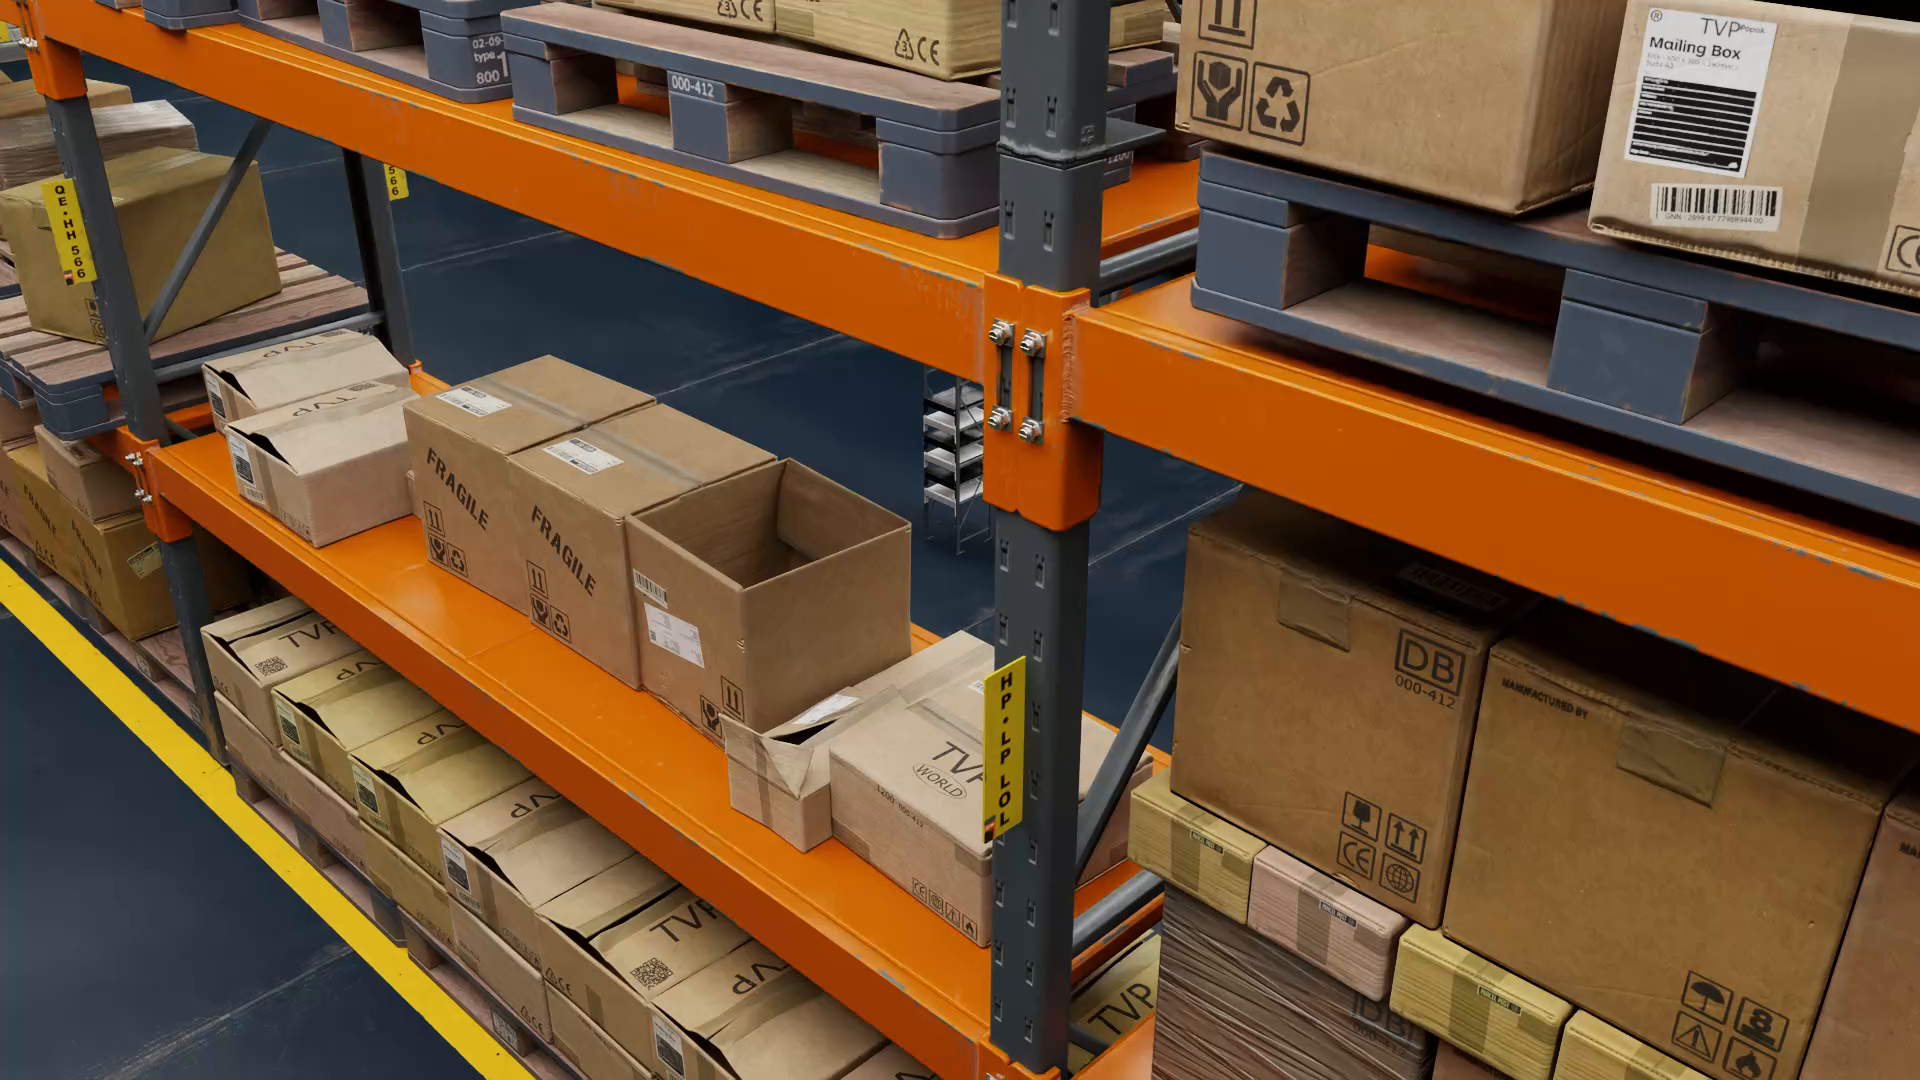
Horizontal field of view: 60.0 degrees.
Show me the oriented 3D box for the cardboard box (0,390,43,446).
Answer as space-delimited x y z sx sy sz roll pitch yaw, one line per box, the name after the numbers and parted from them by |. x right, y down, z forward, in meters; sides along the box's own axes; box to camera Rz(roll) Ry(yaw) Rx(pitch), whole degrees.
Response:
-4.012 -0.664 7.196 0.500 0.250 0.500 24 36 37 | cardboard box

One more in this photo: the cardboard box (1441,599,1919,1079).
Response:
1.129 0.327 2.403 0.500 0.500 0.700 24 36 38 | cardboard box

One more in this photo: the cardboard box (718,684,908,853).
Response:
-0.309 0.472 3.774 0.258 0.266 0.396 24 36 37 | cardboard box

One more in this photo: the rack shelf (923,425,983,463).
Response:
-0.006 -0.451 7.519 0.200 0.077 0.258 25 36 38 | rack shelf

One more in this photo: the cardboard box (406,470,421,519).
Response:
-1.456 -0.158 5.097 0.380 0.149 0.250 -22 35 -36 | cardboard box

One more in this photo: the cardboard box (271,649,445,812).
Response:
-1.857 0.553 5.375 0.500 0.311 0.500 24 36 37 | cardboard box

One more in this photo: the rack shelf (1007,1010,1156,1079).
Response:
1.873 1.610 2.239 4.000 0.370 1.077 25 36 38 | rack shelf

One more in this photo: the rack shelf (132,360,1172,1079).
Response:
-0.979 0.304 4.721 4.000 0.370 1.077 25 36 38 | rack shelf

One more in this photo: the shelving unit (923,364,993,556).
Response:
-0.006 -0.401 7.546 0.210 0.900 0.258 25 36 38 | shelving unit

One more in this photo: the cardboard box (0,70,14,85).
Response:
-4.542 -1.770 7.334 0.700 0.500 0.500 -19 33 -32 | cardboard box

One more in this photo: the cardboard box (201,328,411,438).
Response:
-2.176 -0.494 5.562 0.500 0.311 0.500 -23 35 -36 | cardboard box

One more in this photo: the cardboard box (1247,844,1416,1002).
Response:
0.682 0.541 2.694 0.380 0.149 0.250 -25 36 -38 | cardboard box

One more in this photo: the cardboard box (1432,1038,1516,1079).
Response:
1.149 0.907 2.695 0.500 0.500 0.700 24 36 38 | cardboard box

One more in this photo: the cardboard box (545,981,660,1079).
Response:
-0.776 1.298 4.561 0.500 0.250 0.500 -24 36 -38 | cardboard box

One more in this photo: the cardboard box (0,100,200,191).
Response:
-3.452 -1.427 6.681 0.700 0.500 0.500 -18 33 -30 | cardboard box

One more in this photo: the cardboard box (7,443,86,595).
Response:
-3.605 -0.151 7.028 0.500 0.500 0.500 23 35 37 | cardboard box

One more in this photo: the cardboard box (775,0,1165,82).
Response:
0.014 -1.013 2.940 0.500 0.250 0.500 -21 34 -34 | cardboard box

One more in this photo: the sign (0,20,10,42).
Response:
-4.871 -2.670 8.360 0.005 0.325 0.100 25 36 38 | sign

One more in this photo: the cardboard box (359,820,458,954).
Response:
-1.504 0.964 5.196 0.500 0.250 0.500 23 36 37 | cardboard box

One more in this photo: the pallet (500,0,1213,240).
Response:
-0.191 -0.888 3.198 1.217 0.209 0.805 23 35 36 | pallet

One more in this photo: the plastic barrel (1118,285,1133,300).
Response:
0.709 -1.689 9.619 0.708 0.830 0.600 25 36 38 | plastic barrel

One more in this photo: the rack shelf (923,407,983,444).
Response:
-0.006 -0.531 7.477 0.200 0.077 0.258 25 36 38 | rack shelf

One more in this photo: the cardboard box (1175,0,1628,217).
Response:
0.621 -0.729 1.982 0.500 0.500 0.500 -22 35 -35 | cardboard box

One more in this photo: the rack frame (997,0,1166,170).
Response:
0.447 -2.017 1.916 0.127 3.000 1.000 25 36 38 | rack frame

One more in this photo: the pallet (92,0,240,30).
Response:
-1.859 -1.719 4.776 1.213 0.211 1.003 -23 36 -37 | pallet

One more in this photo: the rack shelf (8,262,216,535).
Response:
-3.831 -1.001 7.203 4.000 0.370 1.077 25 36 38 | rack shelf

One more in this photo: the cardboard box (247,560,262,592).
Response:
-2.907 -0.167 7.058 0.500 0.500 0.500 23 35 37 | cardboard box

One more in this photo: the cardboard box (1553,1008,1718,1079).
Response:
1.055 0.710 2.373 0.250 0.149 0.380 24 36 38 | cardboard box

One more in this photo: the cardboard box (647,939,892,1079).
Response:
-0.418 1.217 4.114 0.500 0.311 0.500 -24 36 -38 | cardboard box

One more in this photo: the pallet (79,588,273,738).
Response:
-2.911 0.311 6.931 1.213 0.211 1.003 25 36 38 | pallet

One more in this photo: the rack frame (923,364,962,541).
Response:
-0.078 -0.434 7.609 0.006 0.900 0.240 25 36 38 | rack frame

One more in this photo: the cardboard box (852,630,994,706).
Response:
-0.041 0.393 4.050 0.250 0.149 0.380 25 36 38 | cardboard box

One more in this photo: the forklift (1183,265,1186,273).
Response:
2.781 -3.333 10.940 3.031 2.935 1.130 -2 28 -4 | forklift

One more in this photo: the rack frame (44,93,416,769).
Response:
-2.405 -0.667 5.795 0.127 3.000 1.000 25 36 38 | rack frame

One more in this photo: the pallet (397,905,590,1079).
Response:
-0.980 1.247 5.151 1.213 0.211 1.003 25 36 38 | pallet

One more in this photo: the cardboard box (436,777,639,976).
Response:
-1.128 0.888 4.739 0.500 0.311 0.500 24 36 38 | cardboard box

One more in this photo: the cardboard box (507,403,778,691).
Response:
-0.822 0.003 4.414 0.500 0.500 0.500 25 36 38 | cardboard box

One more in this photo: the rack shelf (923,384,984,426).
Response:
-0.006 -0.610 7.435 0.200 0.077 0.258 25 36 38 | rack shelf

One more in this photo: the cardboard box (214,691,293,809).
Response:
-2.238 0.633 5.827 0.500 0.250 0.500 24 36 38 | cardboard box

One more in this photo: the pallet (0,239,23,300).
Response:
-3.795 -1.215 7.043 1.213 0.211 1.003 25 36 38 | pallet

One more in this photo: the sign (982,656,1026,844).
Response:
0.074 0.344 2.713 0.005 0.325 0.100 25 36 38 | sign

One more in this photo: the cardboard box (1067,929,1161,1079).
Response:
0.327 1.204 4.138 0.500 0.311 0.500 25 37 39 | cardboard box
